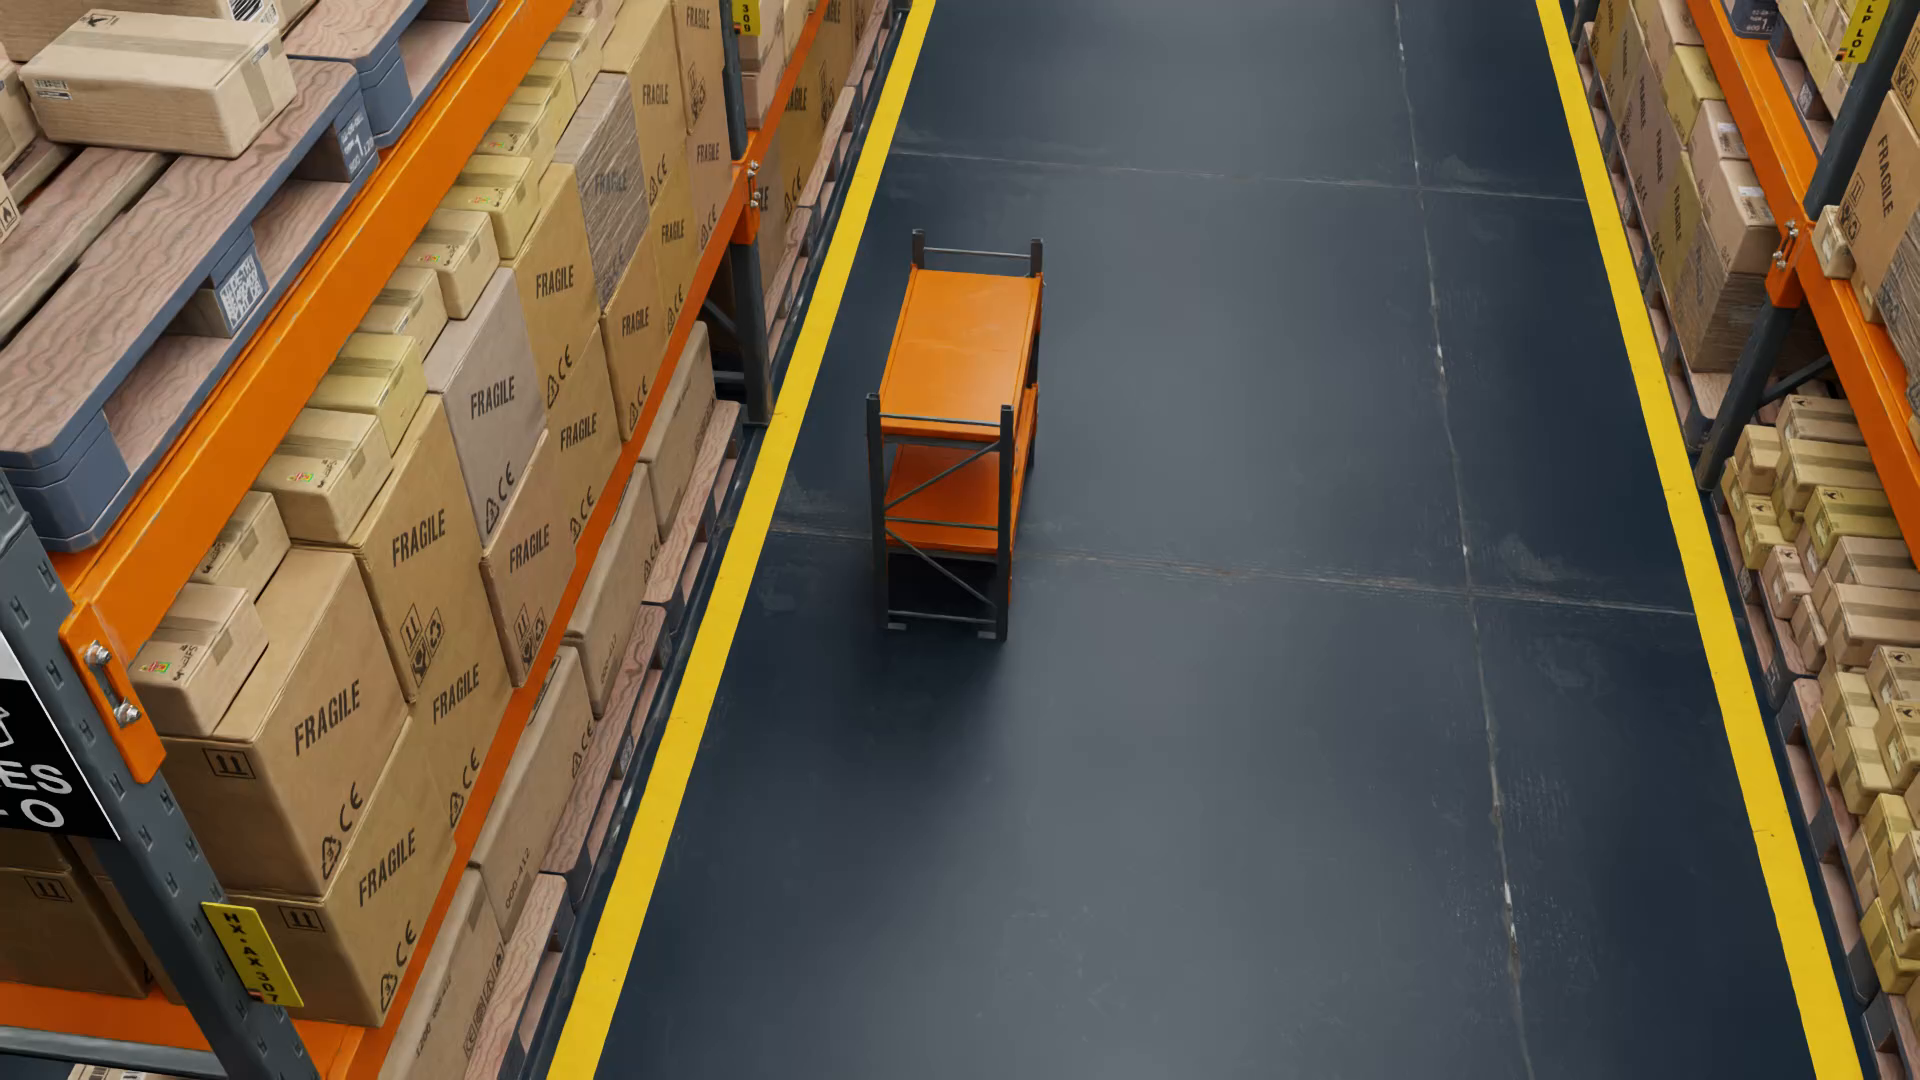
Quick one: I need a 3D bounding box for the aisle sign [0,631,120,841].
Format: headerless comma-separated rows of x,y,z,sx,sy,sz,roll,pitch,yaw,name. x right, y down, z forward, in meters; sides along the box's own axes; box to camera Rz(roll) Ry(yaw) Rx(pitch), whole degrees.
-1.574,0.189,2.478,0.394,0.787,0.004,5,44,6,aisle sign

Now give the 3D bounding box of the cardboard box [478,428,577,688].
-1.380,0.028,4.466,0.500,0.500,0.500,5,44,5,cardboard box

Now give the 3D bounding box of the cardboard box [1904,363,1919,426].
3.121,-0.439,4.743,0.500,0.500,0.500,4,44,5,cardboard box

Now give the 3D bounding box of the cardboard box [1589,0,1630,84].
3.779,-2.800,9.038,0.500,0.500,0.500,4,44,4,cardboard box

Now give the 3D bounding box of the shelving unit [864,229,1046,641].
-0.001,-0.404,6.358,0.538,1.125,1.048,5,44,6,shelving unit

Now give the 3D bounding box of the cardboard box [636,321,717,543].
-1.513,-0.473,6.626,0.875,0.438,0.875,5,44,5,cardboard box

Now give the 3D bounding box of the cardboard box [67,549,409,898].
-1.506,0.357,3.392,0.500,0.500,0.500,4,44,5,cardboard box

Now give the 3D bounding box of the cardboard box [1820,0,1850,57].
3.487,-1.926,6.263,0.380,0.149,0.250,6,44,6,cardboard box

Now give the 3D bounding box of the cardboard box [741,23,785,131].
-1.004,-1.890,6.674,0.500,0.250,0.500,4,44,5,cardboard box

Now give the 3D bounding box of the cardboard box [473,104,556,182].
-1.298,-1.030,4.385,0.380,0.149,0.250,5,44,6,cardboard box

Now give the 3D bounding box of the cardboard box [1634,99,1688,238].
3.585,-1.759,7.938,0.500,0.500,0.500,4,44,5,cardboard box

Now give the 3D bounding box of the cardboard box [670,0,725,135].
-1.112,-1.721,5.586,0.500,0.500,0.500,5,44,5,cardboard box

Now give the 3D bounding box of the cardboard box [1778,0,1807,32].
3.555,-2.155,6.722,0.380,0.149,0.250,3,44,3,cardboard box

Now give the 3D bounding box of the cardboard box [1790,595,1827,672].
3.229,0.347,5.970,0.380,0.149,0.250,4,44,5,cardboard box

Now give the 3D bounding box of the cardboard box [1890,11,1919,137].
3.295,-1.510,5.146,0.500,0.500,0.500,6,44,7,cardboard box

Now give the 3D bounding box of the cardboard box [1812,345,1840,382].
3.957,-1.012,7.150,0.500,0.500,0.500,7,44,7,cardboard box

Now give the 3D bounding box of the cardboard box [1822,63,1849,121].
3.453,-1.638,6.175,0.380,0.149,0.250,4,44,5,cardboard box

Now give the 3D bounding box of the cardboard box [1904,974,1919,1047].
3.004,1.417,4.840,0.380,0.149,0.250,6,44,6,cardboard box

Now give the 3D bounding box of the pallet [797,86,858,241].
-1.137,-2.023,8.733,1.003,0.211,1.213,5,44,6,pallet

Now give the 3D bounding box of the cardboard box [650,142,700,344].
-1.194,-1.015,5.567,0.500,0.500,0.500,4,44,4,cardboard box

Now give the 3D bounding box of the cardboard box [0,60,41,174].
-1.906,-0.737,2.970,0.380,0.149,0.250,2,43,2,cardboard box

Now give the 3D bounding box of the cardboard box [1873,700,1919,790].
3.114,0.658,5.209,0.380,0.149,0.250,5,44,6,cardboard box

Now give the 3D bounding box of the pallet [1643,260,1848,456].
3.698,-0.806,7.447,1.003,0.211,1.213,5,44,6,pallet

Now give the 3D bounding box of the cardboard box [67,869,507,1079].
-1.864,1.376,4.673,0.875,0.438,0.875,4,44,4,cardboard box

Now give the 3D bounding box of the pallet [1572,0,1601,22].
4.304,-3.532,10.326,1.003,0.211,1.213,5,44,6,pallet

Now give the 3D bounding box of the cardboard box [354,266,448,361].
-1.419,-0.511,3.836,0.380,0.149,0.250,6,44,6,cardboard box

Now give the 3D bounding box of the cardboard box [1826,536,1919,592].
3.254,0.134,5.762,0.380,0.149,0.250,4,44,4,cardboard box

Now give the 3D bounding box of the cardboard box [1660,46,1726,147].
3.581,-2.046,7.696,0.500,0.250,0.500,3,44,4,cardboard box

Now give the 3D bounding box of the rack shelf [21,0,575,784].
-1.588,-1.134,4.107,1.077,0.370,4.000,5,44,6,rack shelf

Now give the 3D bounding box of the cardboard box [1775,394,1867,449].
3.346,-0.405,6.331,0.380,0.149,0.250,7,44,7,cardboard box

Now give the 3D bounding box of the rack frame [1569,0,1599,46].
4.125,-4.014,8.807,1.000,3.000,0.127,5,44,6,rack frame

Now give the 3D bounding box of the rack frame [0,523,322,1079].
-1.852,1.057,3.452,1.000,3.000,0.127,5,44,6,rack frame

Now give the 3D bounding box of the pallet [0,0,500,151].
-1.606,-1.340,3.866,1.003,0.211,1.213,5,44,6,pallet

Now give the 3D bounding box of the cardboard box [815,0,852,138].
-1.090,-2.705,8.665,0.875,0.875,0.875,6,44,6,cardboard box

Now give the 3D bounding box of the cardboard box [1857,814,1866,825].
3.140,0.888,5.399,0.380,0.149,0.250,6,44,7,cardboard box

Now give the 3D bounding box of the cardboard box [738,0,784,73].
-0.986,-2.070,6.500,0.500,0.250,0.500,4,44,4,cardboard box

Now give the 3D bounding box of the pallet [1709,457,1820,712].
3.543,0.186,6.400,1.003,0.211,1.213,5,44,6,pallet

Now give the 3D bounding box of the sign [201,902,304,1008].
-1.303,0.769,3.069,0.100,0.325,0.005,5,44,6,sign

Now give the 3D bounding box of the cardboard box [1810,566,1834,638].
3.252,0.239,5.868,0.380,0.149,0.250,3,44,3,cardboard box

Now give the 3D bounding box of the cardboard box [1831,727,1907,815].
3.038,0.756,5.322,0.380,0.149,0.250,6,44,6,cardboard box

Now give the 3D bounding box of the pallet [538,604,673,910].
-1.660,0.689,5.869,1.003,0.211,1.213,5,44,6,pallet

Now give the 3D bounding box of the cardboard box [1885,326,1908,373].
3.291,-0.664,5.452,0.380,0.149,0.250,3,44,4,cardboard box

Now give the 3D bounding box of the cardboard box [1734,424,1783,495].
3.231,-0.295,6.432,0.380,0.149,0.250,7,44,7,cardboard box

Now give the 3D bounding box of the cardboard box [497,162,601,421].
-1.320,-0.688,4.495,0.500,0.500,0.500,5,44,6,cardboard box

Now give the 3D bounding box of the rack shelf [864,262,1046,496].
-0.001,-0.616,6.157,0.538,0.278,1.000,5,44,6,rack shelf

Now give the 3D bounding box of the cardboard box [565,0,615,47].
-1.249,-1.552,4.935,0.380,0.149,0.250,5,44,5,cardboard box

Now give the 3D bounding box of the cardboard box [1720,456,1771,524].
3.230,-0.186,6.533,0.380,0.149,0.250,3,44,4,cardboard box

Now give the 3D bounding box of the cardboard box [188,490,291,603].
-1.567,0.021,3.275,0.380,0.149,0.250,6,44,7,cardboard box
